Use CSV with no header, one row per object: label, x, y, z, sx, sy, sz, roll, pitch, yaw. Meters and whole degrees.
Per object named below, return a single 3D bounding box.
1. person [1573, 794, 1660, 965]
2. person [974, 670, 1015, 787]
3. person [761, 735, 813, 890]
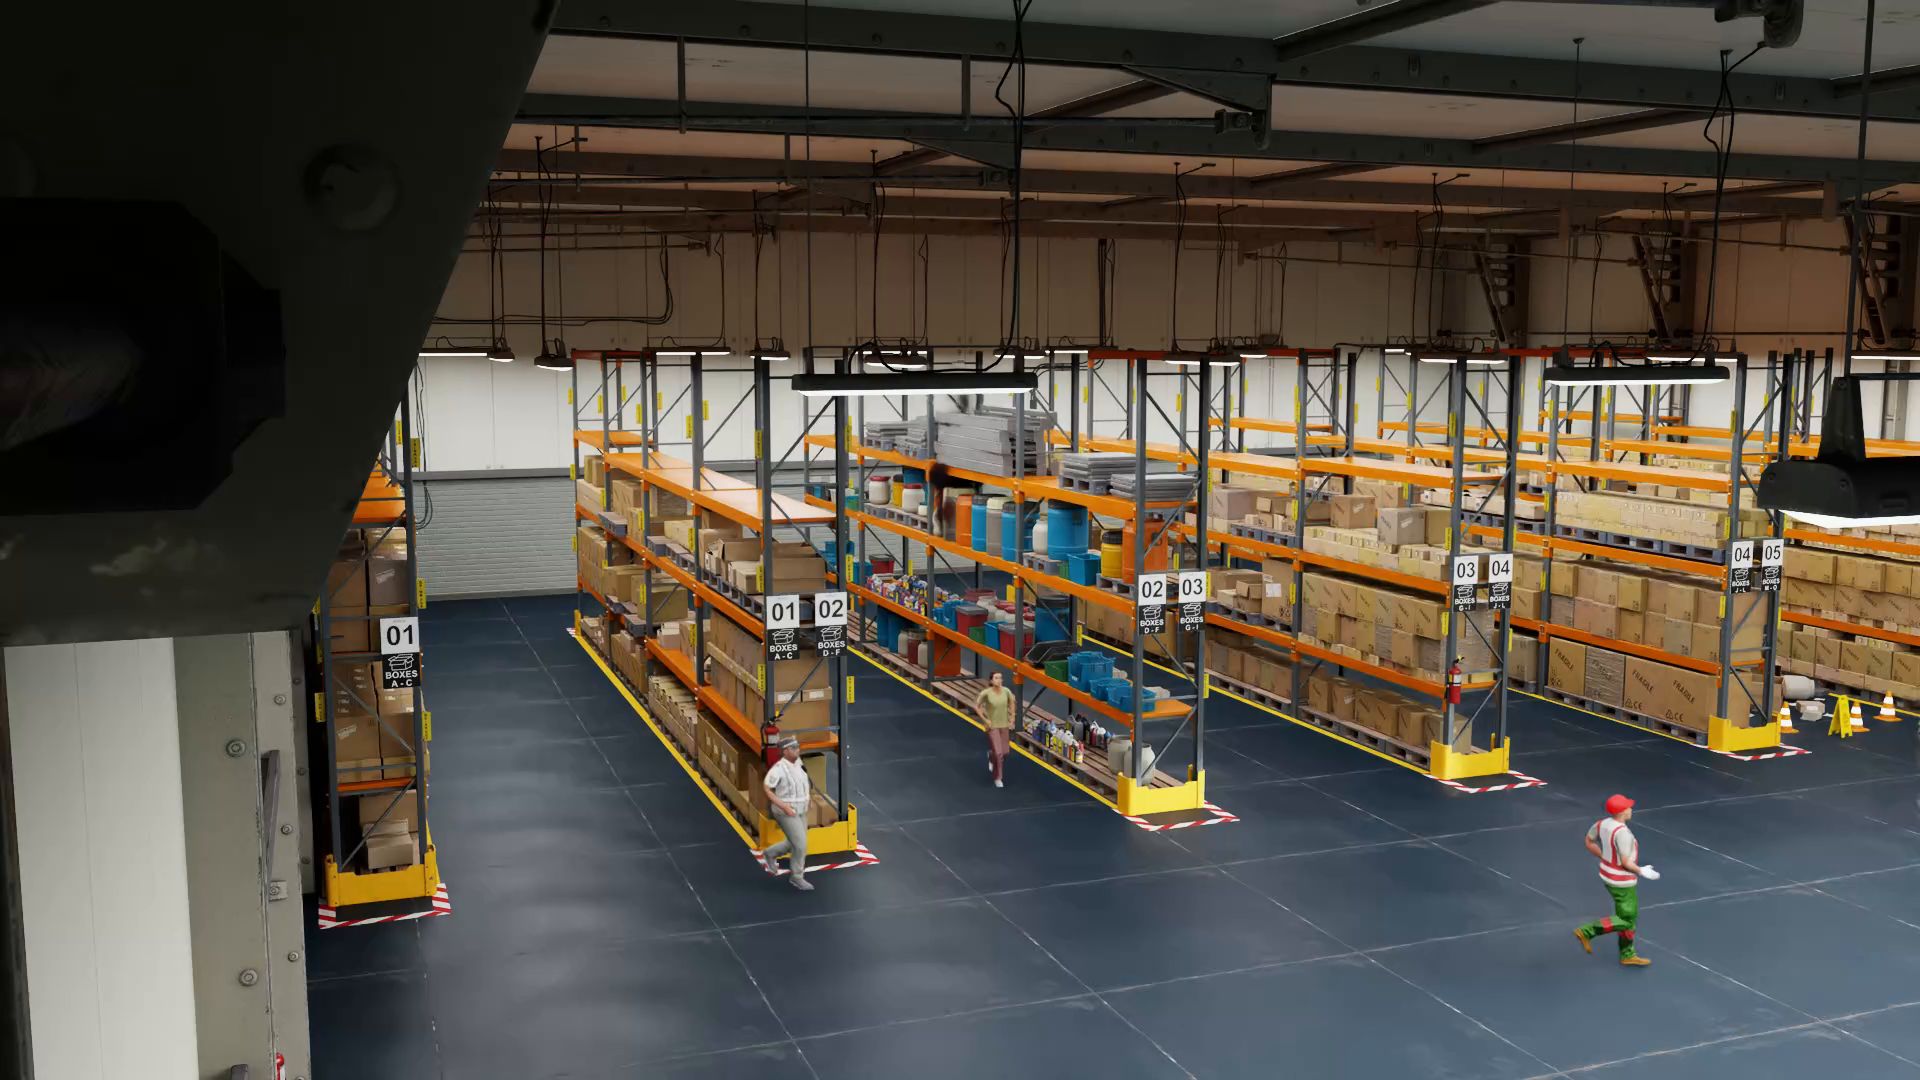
person,6.533,3.402,16.629,0.831,1.758,0.666,0,7,-4
person,0.488,2.619,23.465,0.605,1.633,0.642,-3,8,-23
person,-1.992,3.108,19.143,0.738,1.770,0.701,3,8,23
